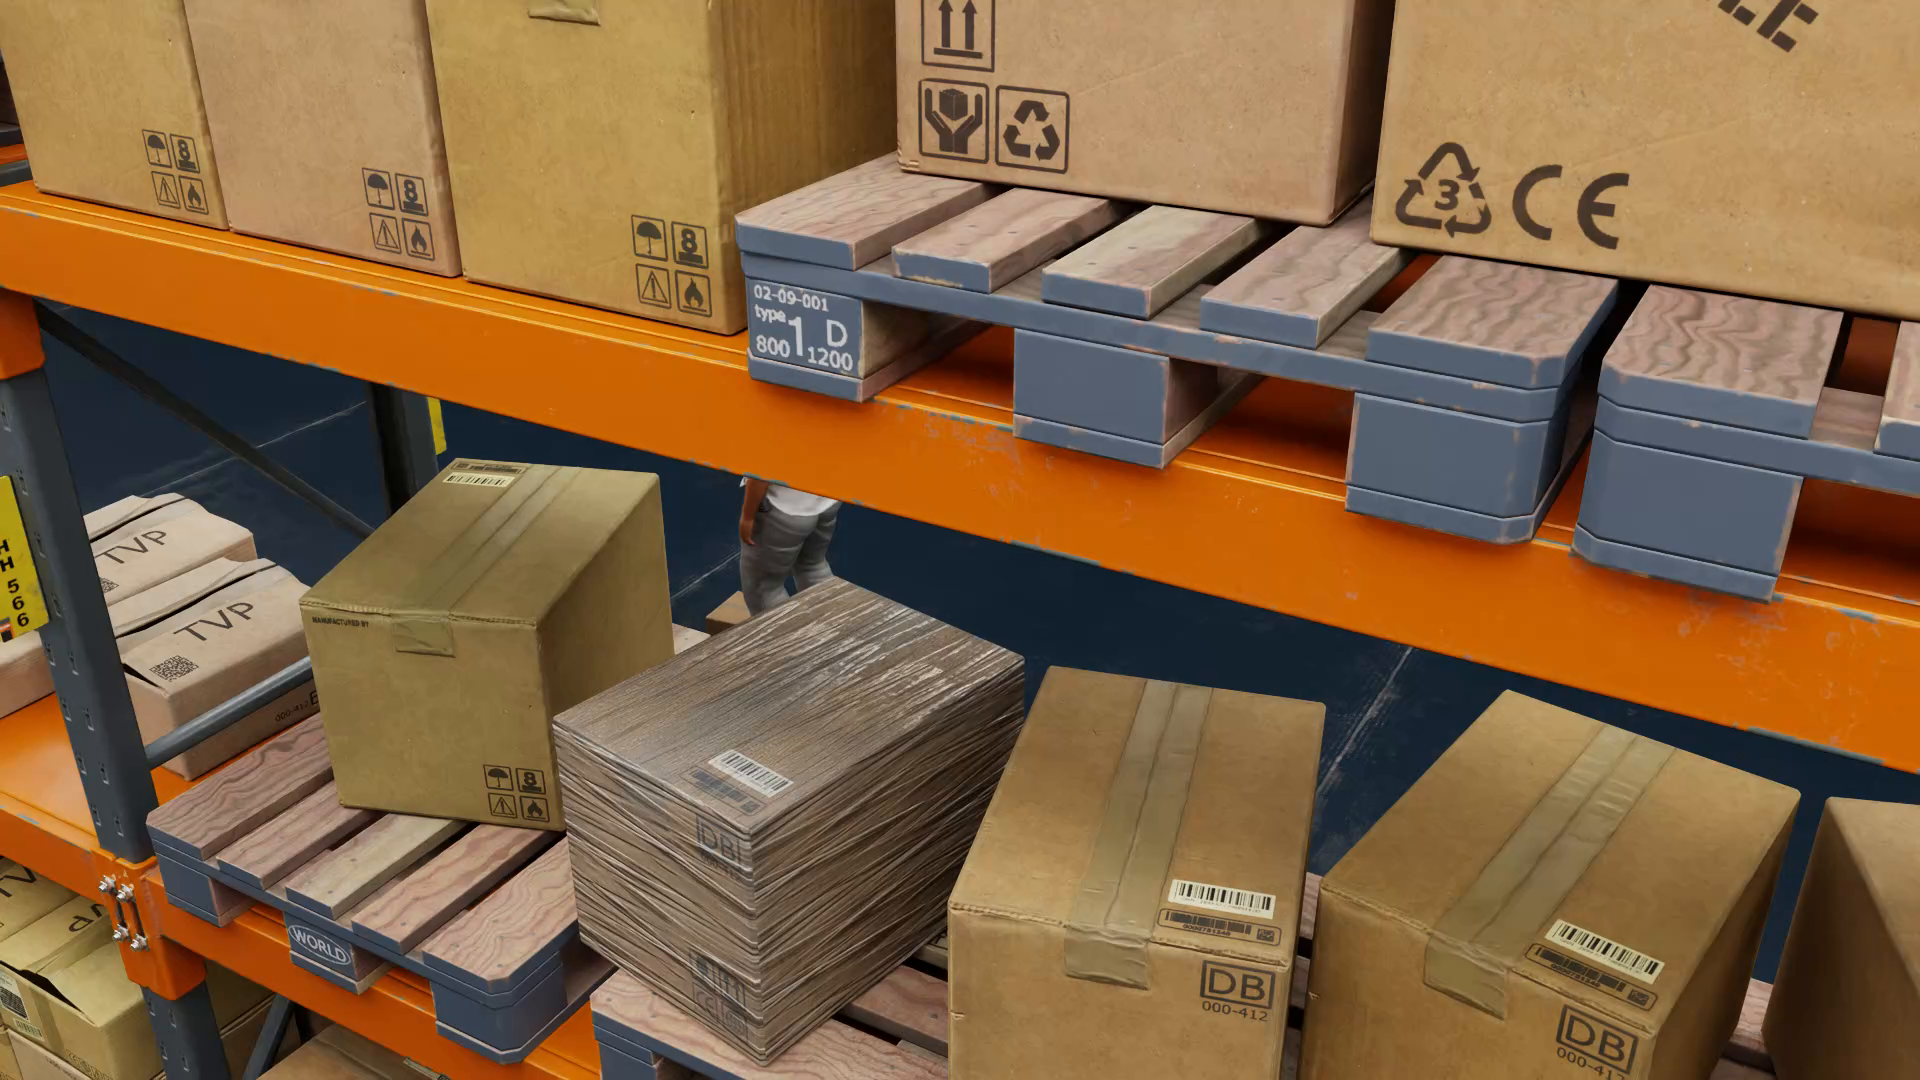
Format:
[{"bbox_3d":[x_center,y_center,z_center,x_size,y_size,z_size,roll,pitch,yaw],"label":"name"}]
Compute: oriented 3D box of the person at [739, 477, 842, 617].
[{"bbox_3d":[-0.686,-0.184,6.474,0.465,1.667,0.564,13,29,23],"label":"person"}]
